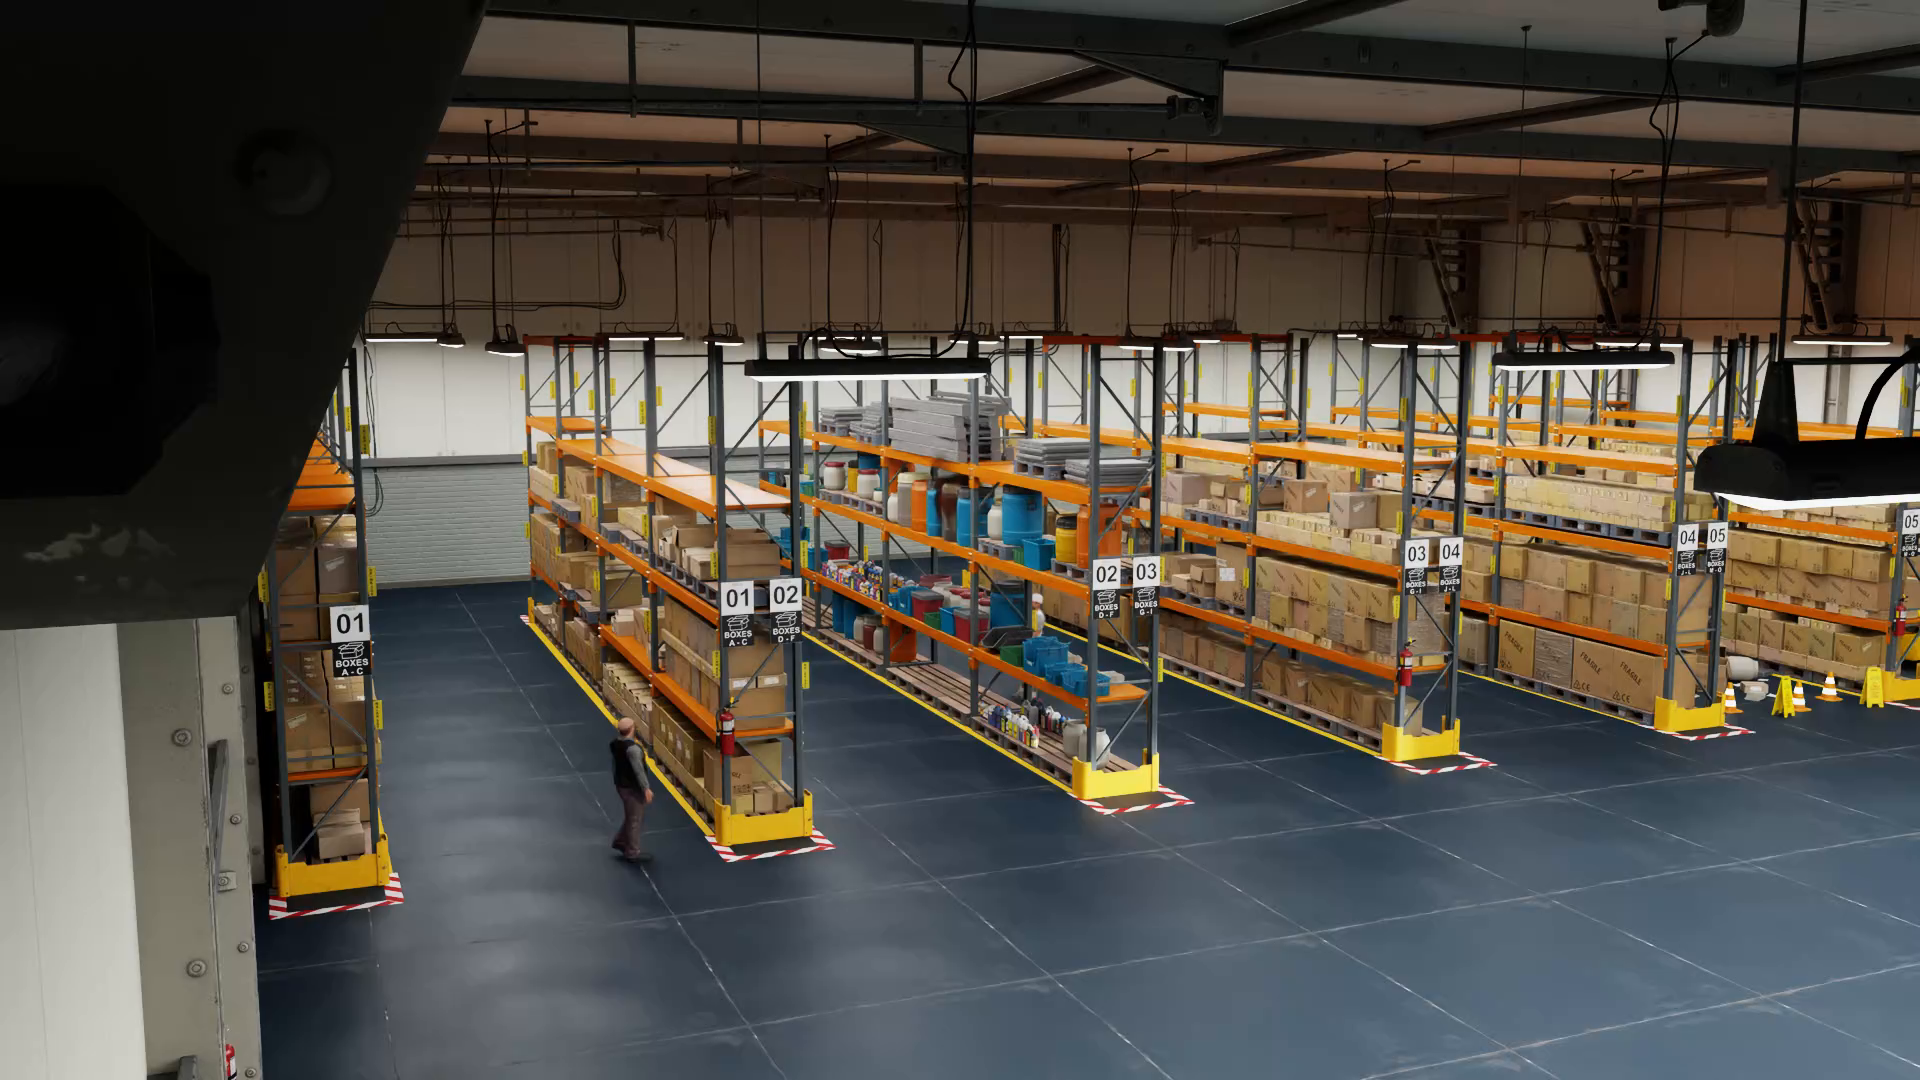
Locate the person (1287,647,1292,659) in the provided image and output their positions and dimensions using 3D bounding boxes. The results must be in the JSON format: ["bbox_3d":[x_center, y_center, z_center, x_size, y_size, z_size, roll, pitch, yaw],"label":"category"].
[{"bbox_3d":[6.009,1.464,30.153,0.512,1.585,0.652,4,8,26],"label":"person"}]

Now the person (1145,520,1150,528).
[{"bbox_3d":[4.751,-0.036,41.707,0.951,1.611,0.614,-1,8,-5],"label":"person"}]

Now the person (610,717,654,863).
[{"bbox_3d":[-3.842,2.912,19.446,0.434,1.721,0.576,-3,8,-24],"label":"person"}]

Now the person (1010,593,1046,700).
[{"bbox_3d":[1.131,1.776,27.538,0.512,1.796,0.561,-2,8,-11],"label":"person"}]
